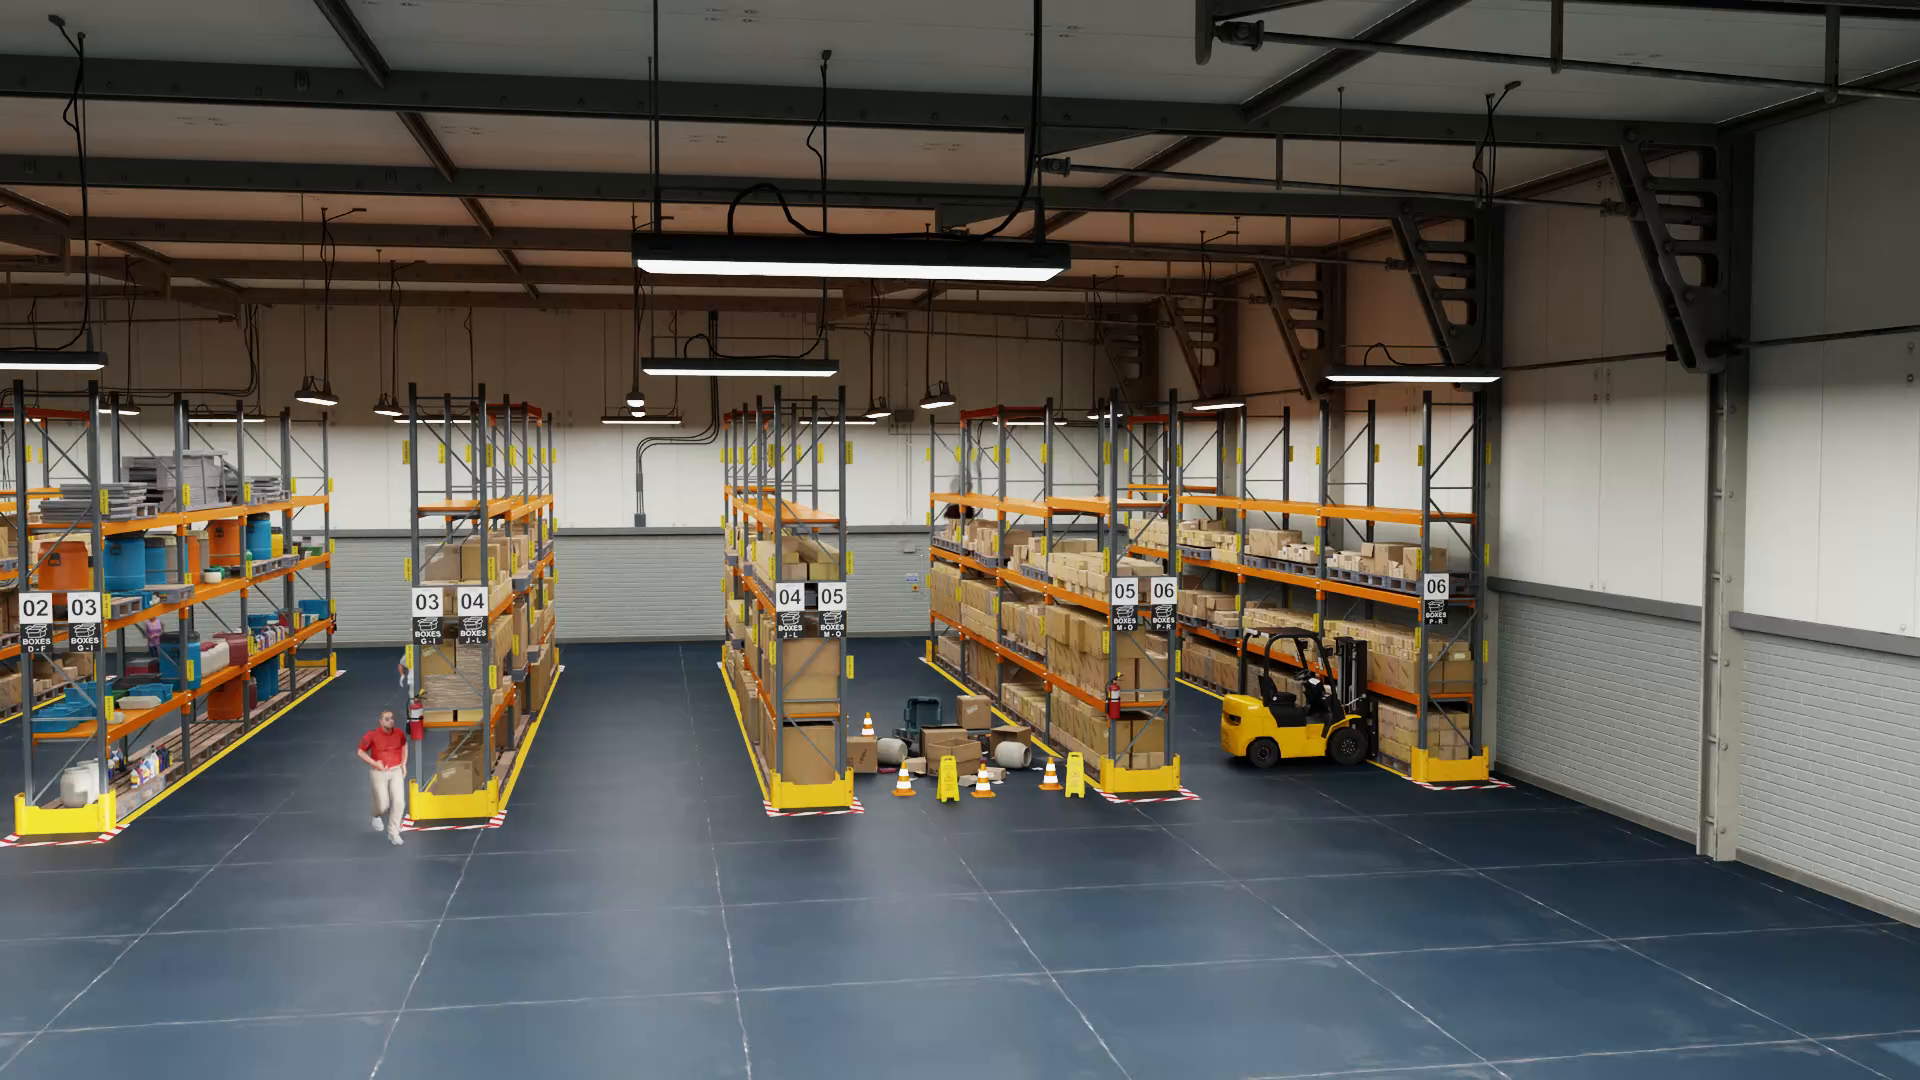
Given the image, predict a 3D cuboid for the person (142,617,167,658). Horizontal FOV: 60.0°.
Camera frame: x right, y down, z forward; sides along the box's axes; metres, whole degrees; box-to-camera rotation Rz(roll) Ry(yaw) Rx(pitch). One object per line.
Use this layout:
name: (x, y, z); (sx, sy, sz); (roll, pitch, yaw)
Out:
person: (-17.919, 2.355, 37.076); (0.576, 1.602, 0.631); (-2, 4, -34)

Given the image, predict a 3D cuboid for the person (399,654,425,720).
person: (-9.715, 2.597, 29.901); (0.670, 1.739, 0.636); (-1, 3, -23)

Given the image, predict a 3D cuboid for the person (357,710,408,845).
person: (-7.483, 3.076, 21.649); (0.700, 1.735, 0.766); (-2, 4, -40)
